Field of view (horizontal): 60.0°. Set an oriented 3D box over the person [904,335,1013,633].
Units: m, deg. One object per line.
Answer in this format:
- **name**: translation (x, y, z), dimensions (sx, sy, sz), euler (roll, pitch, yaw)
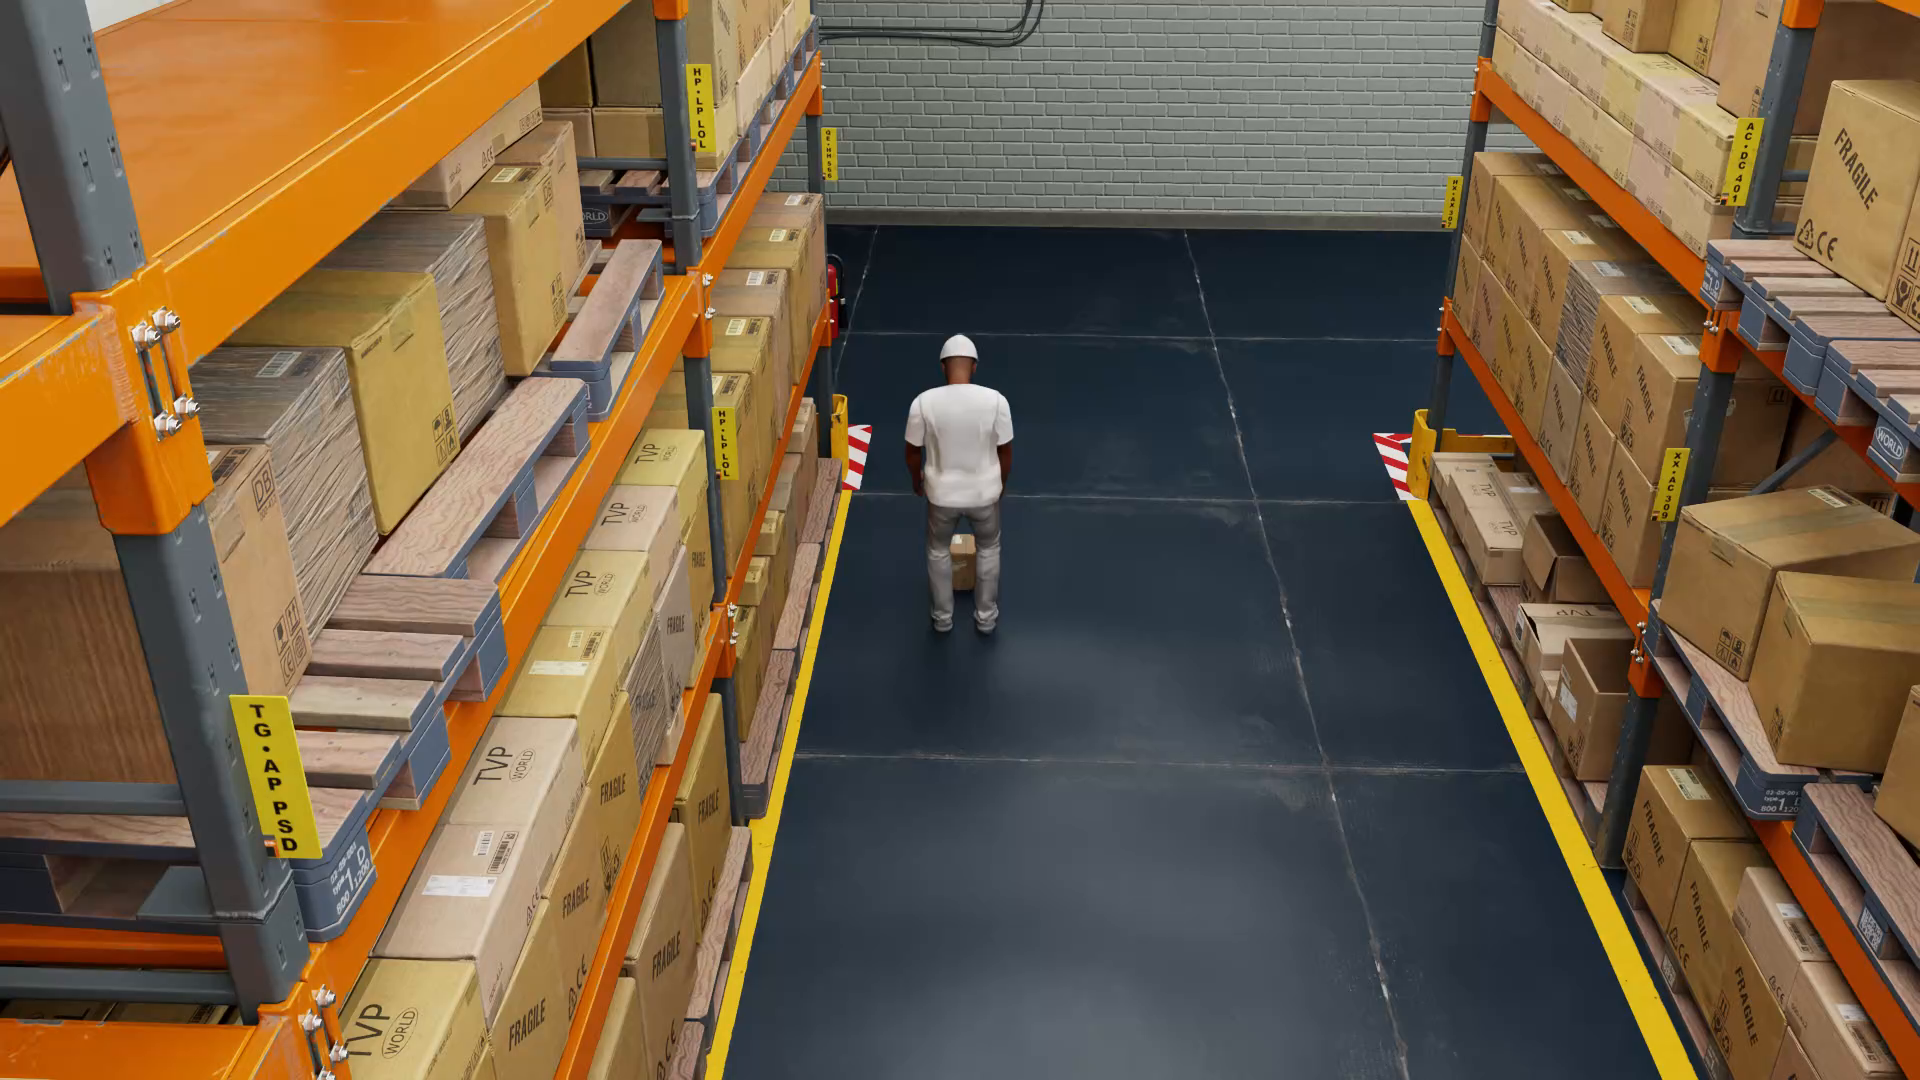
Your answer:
- **person**: translation (-0.006, -0.291, 9.215), dimensions (0.595, 1.708, 0.472), euler (1, 28, 2)
